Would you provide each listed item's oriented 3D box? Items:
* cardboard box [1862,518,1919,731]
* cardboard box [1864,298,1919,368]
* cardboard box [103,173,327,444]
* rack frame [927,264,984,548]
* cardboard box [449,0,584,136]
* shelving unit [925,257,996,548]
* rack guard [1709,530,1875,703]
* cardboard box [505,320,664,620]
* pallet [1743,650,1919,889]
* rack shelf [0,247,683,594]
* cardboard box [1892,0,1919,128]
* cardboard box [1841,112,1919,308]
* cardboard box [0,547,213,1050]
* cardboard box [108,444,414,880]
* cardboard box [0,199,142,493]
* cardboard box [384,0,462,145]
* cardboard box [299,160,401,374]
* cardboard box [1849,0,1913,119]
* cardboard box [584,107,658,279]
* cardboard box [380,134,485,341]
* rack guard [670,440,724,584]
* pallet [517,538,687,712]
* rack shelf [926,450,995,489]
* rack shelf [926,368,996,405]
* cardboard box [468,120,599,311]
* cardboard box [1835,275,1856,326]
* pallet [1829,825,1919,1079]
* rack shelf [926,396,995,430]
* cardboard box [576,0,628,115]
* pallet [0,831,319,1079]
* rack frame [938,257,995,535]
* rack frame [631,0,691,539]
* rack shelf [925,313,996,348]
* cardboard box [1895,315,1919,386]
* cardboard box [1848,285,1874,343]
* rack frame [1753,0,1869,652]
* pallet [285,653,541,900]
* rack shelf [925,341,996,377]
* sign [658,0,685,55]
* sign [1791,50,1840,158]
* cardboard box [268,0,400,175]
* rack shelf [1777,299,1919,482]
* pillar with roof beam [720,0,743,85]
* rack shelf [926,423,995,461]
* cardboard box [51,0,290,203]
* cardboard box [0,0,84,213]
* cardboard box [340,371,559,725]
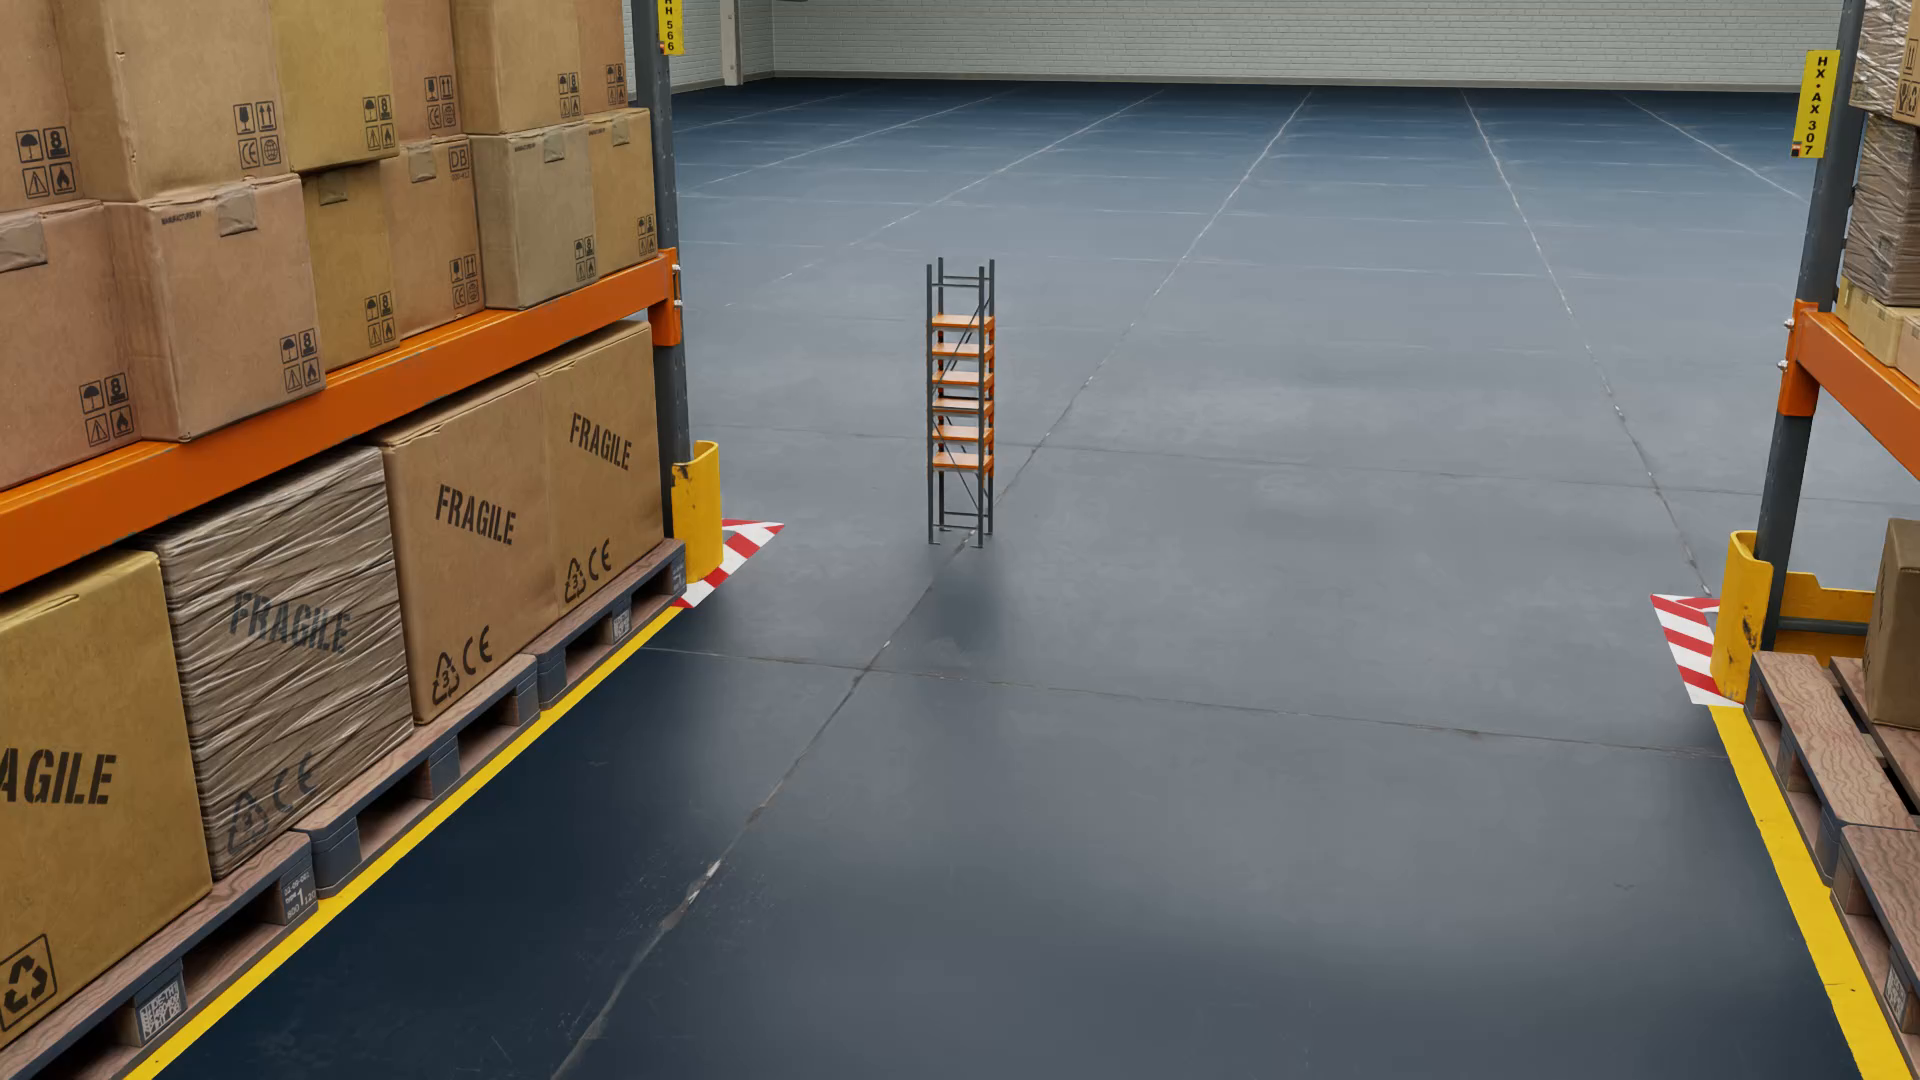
[{"bbox_3d":[3.030,0.271,4.971,0.500,0.500,0.500,9,21,23],"label":"cardboard box"},{"bbox_3d":[2.743,-0.564,4.588,0.380,0.149,0.250,5,19,13],"label":"cardboard box"},{"bbox_3d":[-2.126,-0.599,4.069,0.875,0.550,0.550,5,19,13],"label":"cardboard box"},{"bbox_3d":[-0.019,-0.544,6.923,0.240,1.200,0.006,5,19,13],"label":"rack frame"},{"bbox_3d":[-1.759,-1.620,5.388,0.875,0.550,0.550,5,19,13],"label":"cardboard box"},{"bbox_3d":[0.004,-0.572,7.007,0.258,1.200,0.189,5,19,13],"label":"shelving unit"},{"bbox_3d":[3.180,0.299,5.539,1.175,0.500,0.348,5,19,13],"label":"rack guard"},{"bbox_3d":[-1.688,-0.307,6.082,0.875,0.875,0.875,5,19,14],"label":"cardboard box"},{"bbox_3d":[2.948,0.688,4.848,1.003,0.211,1.213,5,19,13],"label":"pallet"},{"bbox_3d":[-2.075,-0.364,4.725,1.077,0.370,4.000,5,19,13],"label":"rack shelf"},{"bbox_3d":[2.671,-1.262,4.080,0.500,0.500,0.500,5,19,13],"label":"cardboard box"},{"bbox_3d":[3.038,-0.926,4.642,0.875,0.500,0.500,5,19,13],"label":"cardboard box"},{"bbox_3d":[-2.342,0.538,3.610,0.875,0.875,0.875,5,19,14],"label":"cardboard box"},{"bbox_3d":[-2.125,0.255,4.438,0.875,0.875,0.875,5,19,14],"label":"cardboard box"},{"bbox_3d":[-2.372,-0.439,3.600,0.875,0.550,0.550,5,19,13],"label":"cardboard box"},{"bbox_3d":[-2.028,-1.455,4.905,0.875,0.550,0.550,5,19,13],"label":"cardboard box"},{"bbox_3d":[-2.094,-0.773,4.578,0.875,0.550,0.500,5,19,13],"label":"cardboard box"},{"bbox_3d":[2.800,-1.418,4.537,0.500,0.500,0.500,5,19,13],"label":"cardboard box"},{"bbox_3d":[-1.633,-1.282,6.069,0.875,0.550,0.550,5,19,13],"label":"cardboard box"},{"bbox_3d":[-2.005,-0.942,5.074,0.875,0.550,0.550,5,19,13],"label":"cardboard box"},{"bbox_3d":[-1.580,-0.156,6.870,1.175,0.500,0.348,5,19,13],"label":"rack guard"},{"bbox_3d":[-1.706,0.245,6.143,1.003,0.211,1.213,5,19,13],"label":"pallet"},{"bbox_3d":[0.004,-0.303,7.099,0.258,0.103,0.180,5,19,13],"label":"rack shelf"},{"bbox_3d":[0.004,-0.644,6.982,0.258,0.103,0.180,5,19,13],"label":"rack shelf"},{"bbox_3d":[-1.746,-1.108,5.559,0.875,0.550,0.550,5,19,13],"label":"cardboard box"},{"bbox_3d":[2.898,-0.718,5.039,0.380,0.149,0.250,5,19,13],"label":"cardboard box"},{"bbox_3d":[2.647,1.069,3.732,1.003,0.211,1.213,5,19,13],"label":"pallet"},{"bbox_3d":[0.004,-0.530,7.021,0.258,0.103,0.180,5,19,13],"label":"rack shelf"},{"bbox_3d":[-1.714,-1.800,5.914,0.875,0.550,0.550,5,19,13],"label":"cardboard box"},{"bbox_3d":[-2.302,1.010,3.904,1.003,0.211,1.213,5,19,13],"label":"pallet"},{"bbox_3d":[0.026,-0.601,7.091,0.240,1.200,0.006,5,19,13],"label":"rack frame"},{"bbox_3d":[-1.586,-1.331,6.444,1.000,3.000,0.127,5,19,13],"label":"rack frame"},{"bbox_3d":[0.004,-0.871,6.905,0.258,0.103,0.180,5,19,13],"label":"rack shelf"},{"bbox_3d":[2.702,-0.484,4.353,0.380,0.149,0.250,5,19,13],"label":"cardboard box"},{"bbox_3d":[2.818,-0.641,4.814,0.380,0.149,0.250,5,19,13],"label":"cardboard box"},{"bbox_3d":[3.199,-0.908,5.204,1.000,3.000,0.127,5,19,13],"label":"rack frame"},{"bbox_3d":[-2.006,0.627,5.027,1.003,0.211,1.213,5,19,13],"label":"pallet"},{"bbox_3d":[0.004,-0.757,6.944,0.258,0.103,0.180,5,19,13],"label":"rack shelf"},{"bbox_3d":[-1.063,-1.944,6.080,0.100,0.325,0.005,5,19,13],"label":"sign"},{"bbox_3d":[2.673,-1.360,5.190,0.100,0.325,0.005,5,19,13],"label":"sign"},{"bbox_3d":[-2.031,-1.279,4.389,0.875,0.550,0.500,5,19,13],"label":"cardboard box"},{"bbox_3d":[2.710,0.060,3.485,1.077,0.370,4.000,5,19,13],"label":"rack shelf"},{"bbox_3d":[-0.765,-13.836,33.774,9.100,9.000,0.400,5,19,13],"label":"pillar with roof beam"},{"bbox_3d":[0.004,-0.417,7.060,0.258,0.103,0.180,5,19,13],"label":"rack shelf"},{"bbox_3d":[-2.153,-1.112,3.901,0.875,0.550,0.550,5,19,13],"label":"cardboard box"},{"bbox_3d":[-2.418,-0.954,3.437,0.875,0.550,0.550,5,19,13],"label":"cardboard box"},{"bbox_3d":[-1.901,-0.031,5.274,0.875,0.875,0.875,4,19,13],"label":"cardboard box"}]
